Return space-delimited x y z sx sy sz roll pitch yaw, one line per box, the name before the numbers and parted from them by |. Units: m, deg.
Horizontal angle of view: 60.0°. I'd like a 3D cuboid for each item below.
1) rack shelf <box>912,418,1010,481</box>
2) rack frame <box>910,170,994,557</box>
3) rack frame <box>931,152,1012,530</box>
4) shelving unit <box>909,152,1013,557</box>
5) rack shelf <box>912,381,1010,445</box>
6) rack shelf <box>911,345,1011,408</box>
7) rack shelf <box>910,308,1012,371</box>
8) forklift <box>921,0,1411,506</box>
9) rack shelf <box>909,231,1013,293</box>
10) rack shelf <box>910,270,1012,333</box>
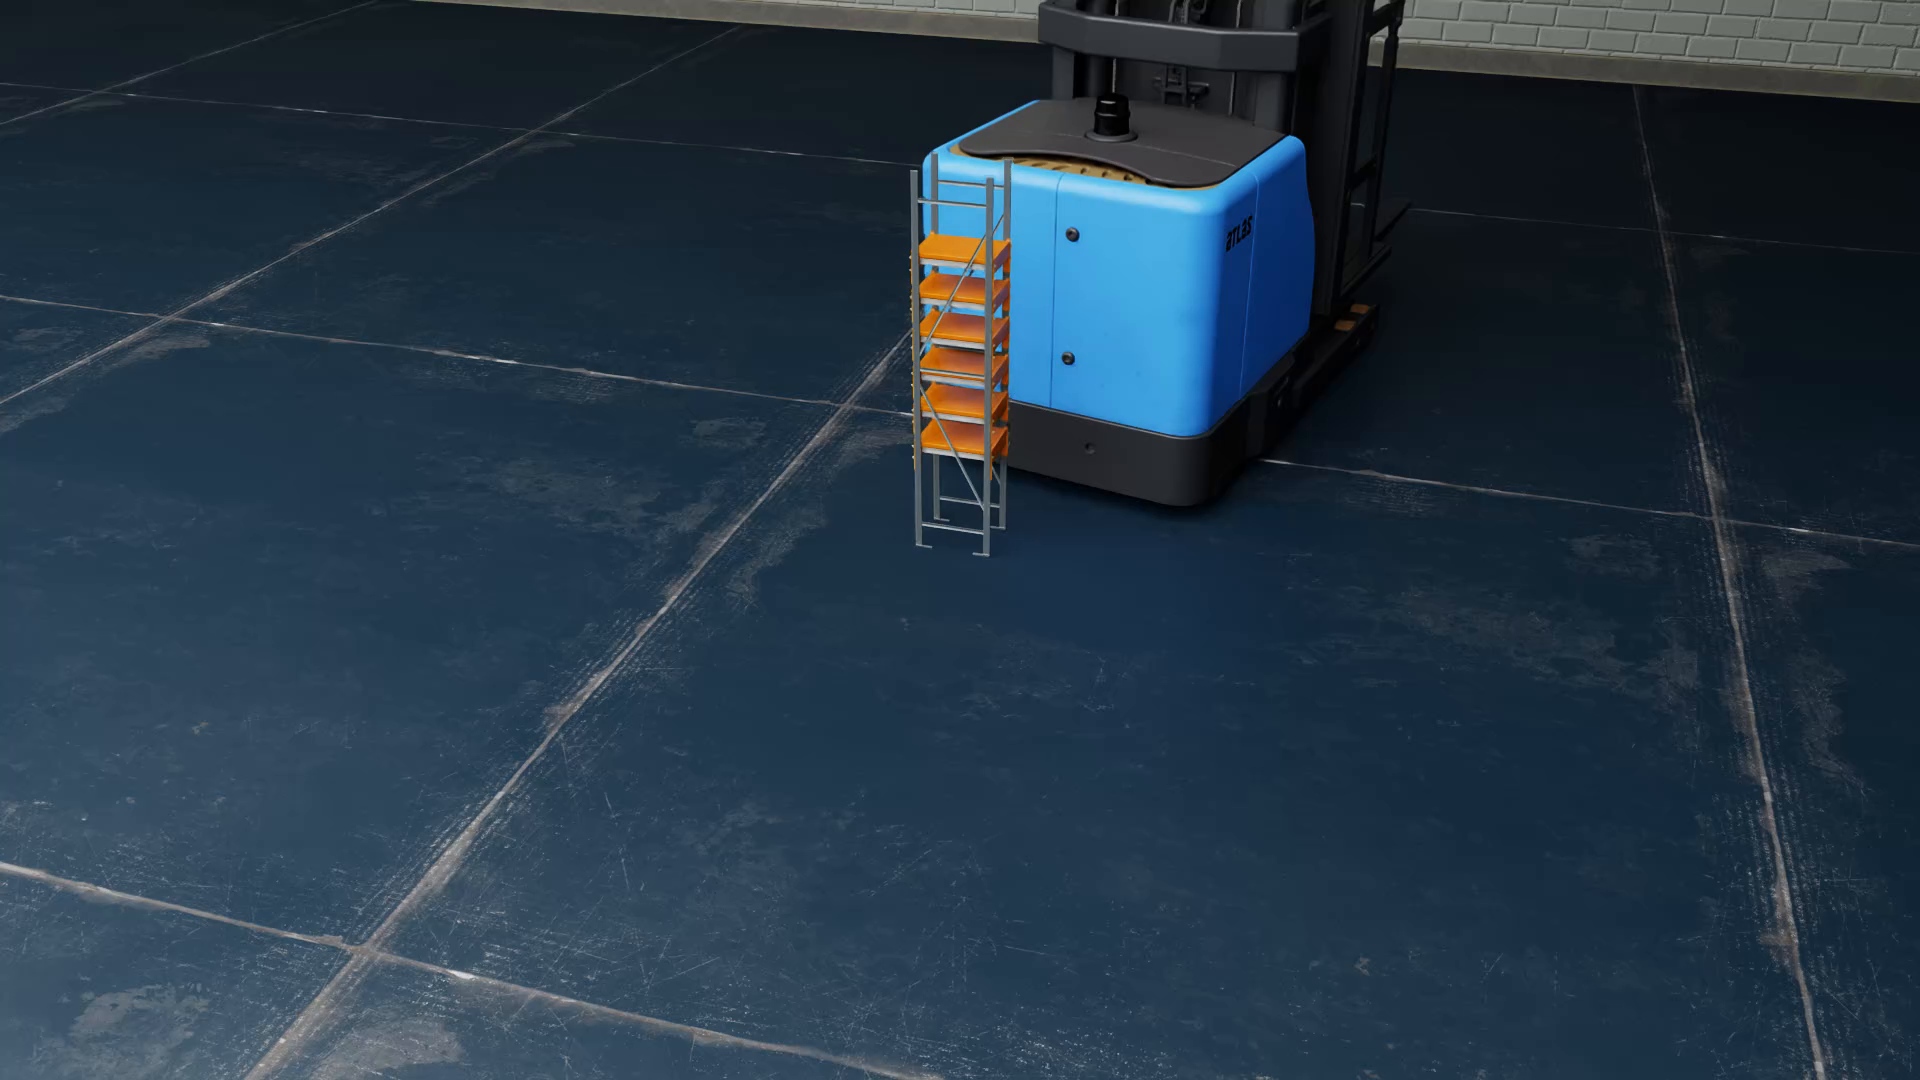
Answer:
rack shelf | 0.004 -0.282 5.109 0.258 0.103 0.180 8 30 15
rack frame | -0.023 -0.489 4.894 0.240 1.200 0.006 8 30 15
rack frame | 0.031 -0.574 5.047 0.240 1.200 0.006 8 30 15
shelving unit | 0.004 -0.531 4.970 0.258 1.200 0.189 8 30 15
rack shelf | 0.004 -0.387 5.050 0.258 0.103 0.180 8 30 15
rack shelf | 0.004 -0.492 4.992 0.258 0.103 0.180 8 30 15
rack shelf | 0.004 -0.597 4.934 0.258 0.103 0.180 8 30 15
forklift | 1.022 -2.073 5.961 1.130 2.935 3.031 15 32 25
rack shelf | 0.004 -0.807 4.817 0.258 0.103 0.180 8 30 15
rack shelf | 0.004 -0.702 4.875 0.258 0.103 0.180 8 30 15
